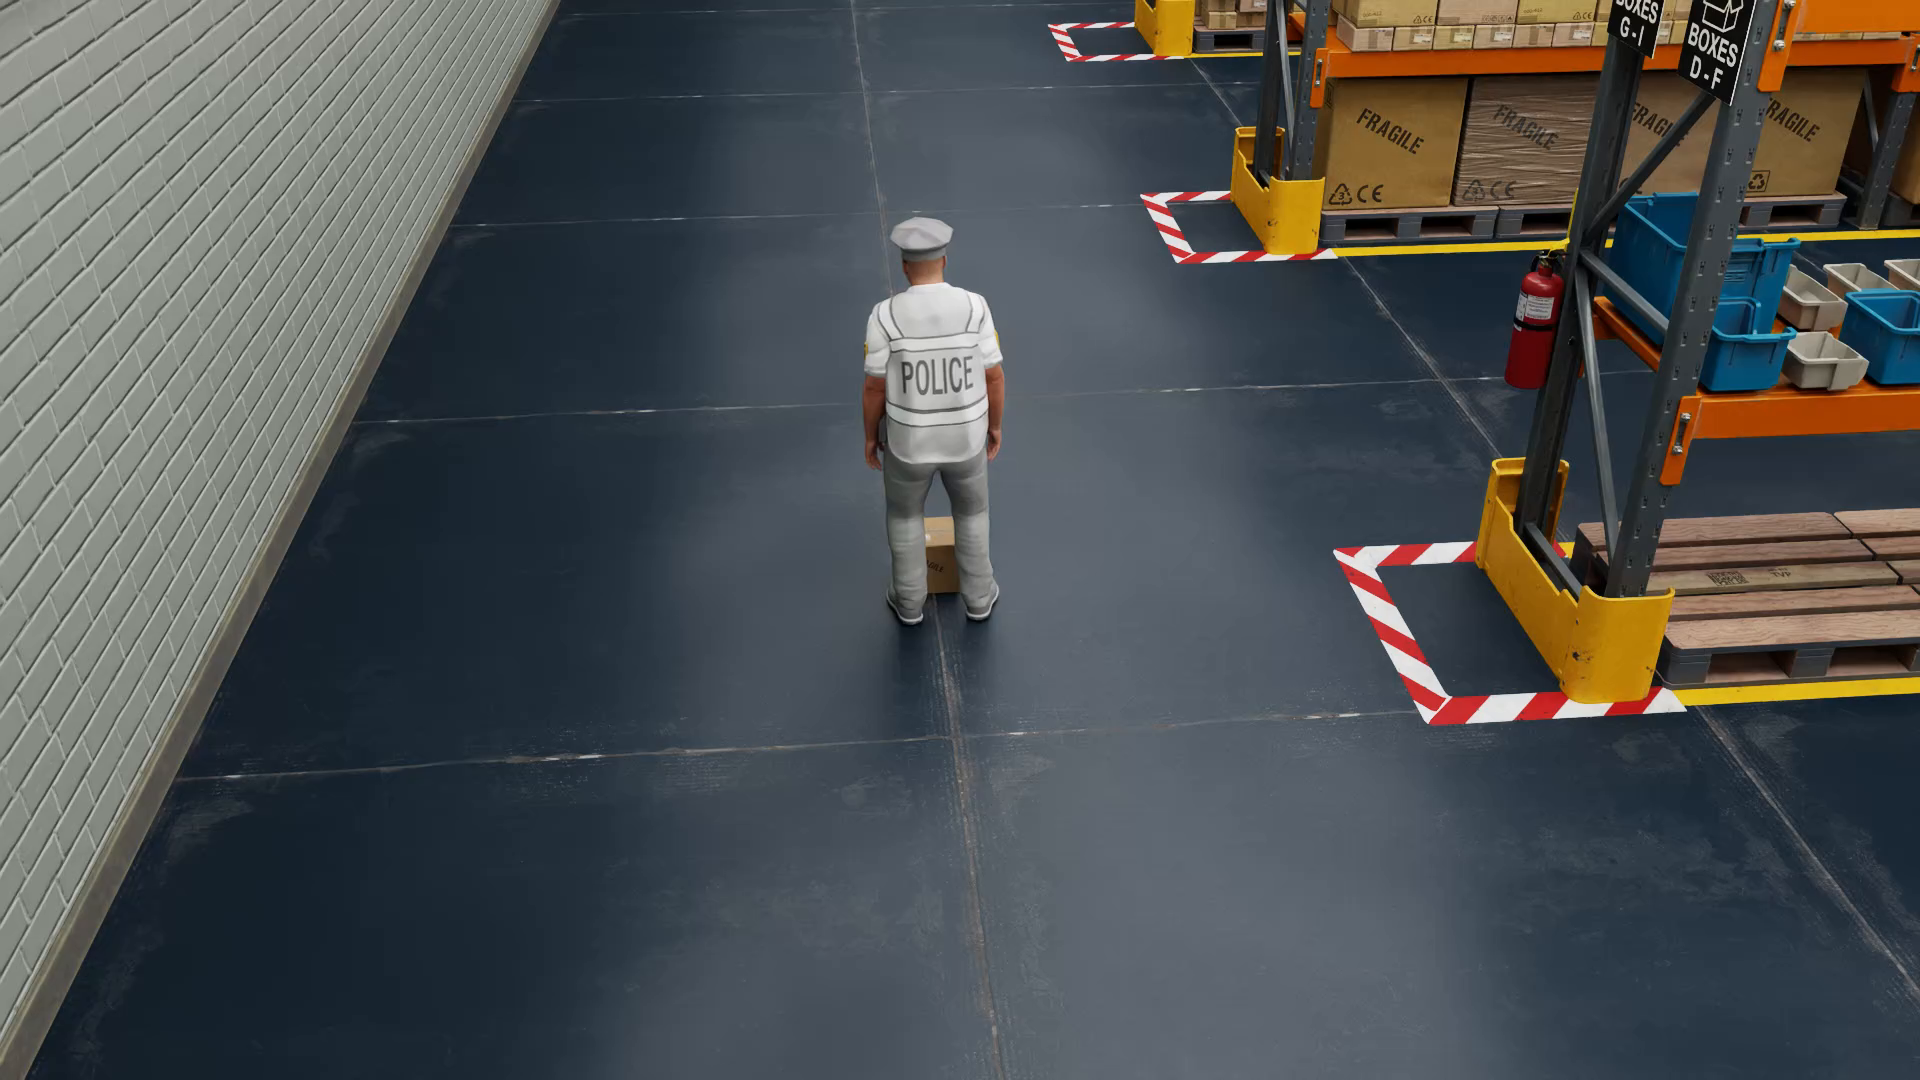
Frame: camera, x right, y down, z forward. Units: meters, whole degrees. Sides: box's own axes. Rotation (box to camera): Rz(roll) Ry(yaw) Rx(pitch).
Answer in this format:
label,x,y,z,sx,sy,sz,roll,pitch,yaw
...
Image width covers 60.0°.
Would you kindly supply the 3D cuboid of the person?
label,x,y,z,sx,sy,sz,roll,pitch,yaw
person,-0.105,-0.434,6.851,0.596,1.747,0.445,-4,31,-7
